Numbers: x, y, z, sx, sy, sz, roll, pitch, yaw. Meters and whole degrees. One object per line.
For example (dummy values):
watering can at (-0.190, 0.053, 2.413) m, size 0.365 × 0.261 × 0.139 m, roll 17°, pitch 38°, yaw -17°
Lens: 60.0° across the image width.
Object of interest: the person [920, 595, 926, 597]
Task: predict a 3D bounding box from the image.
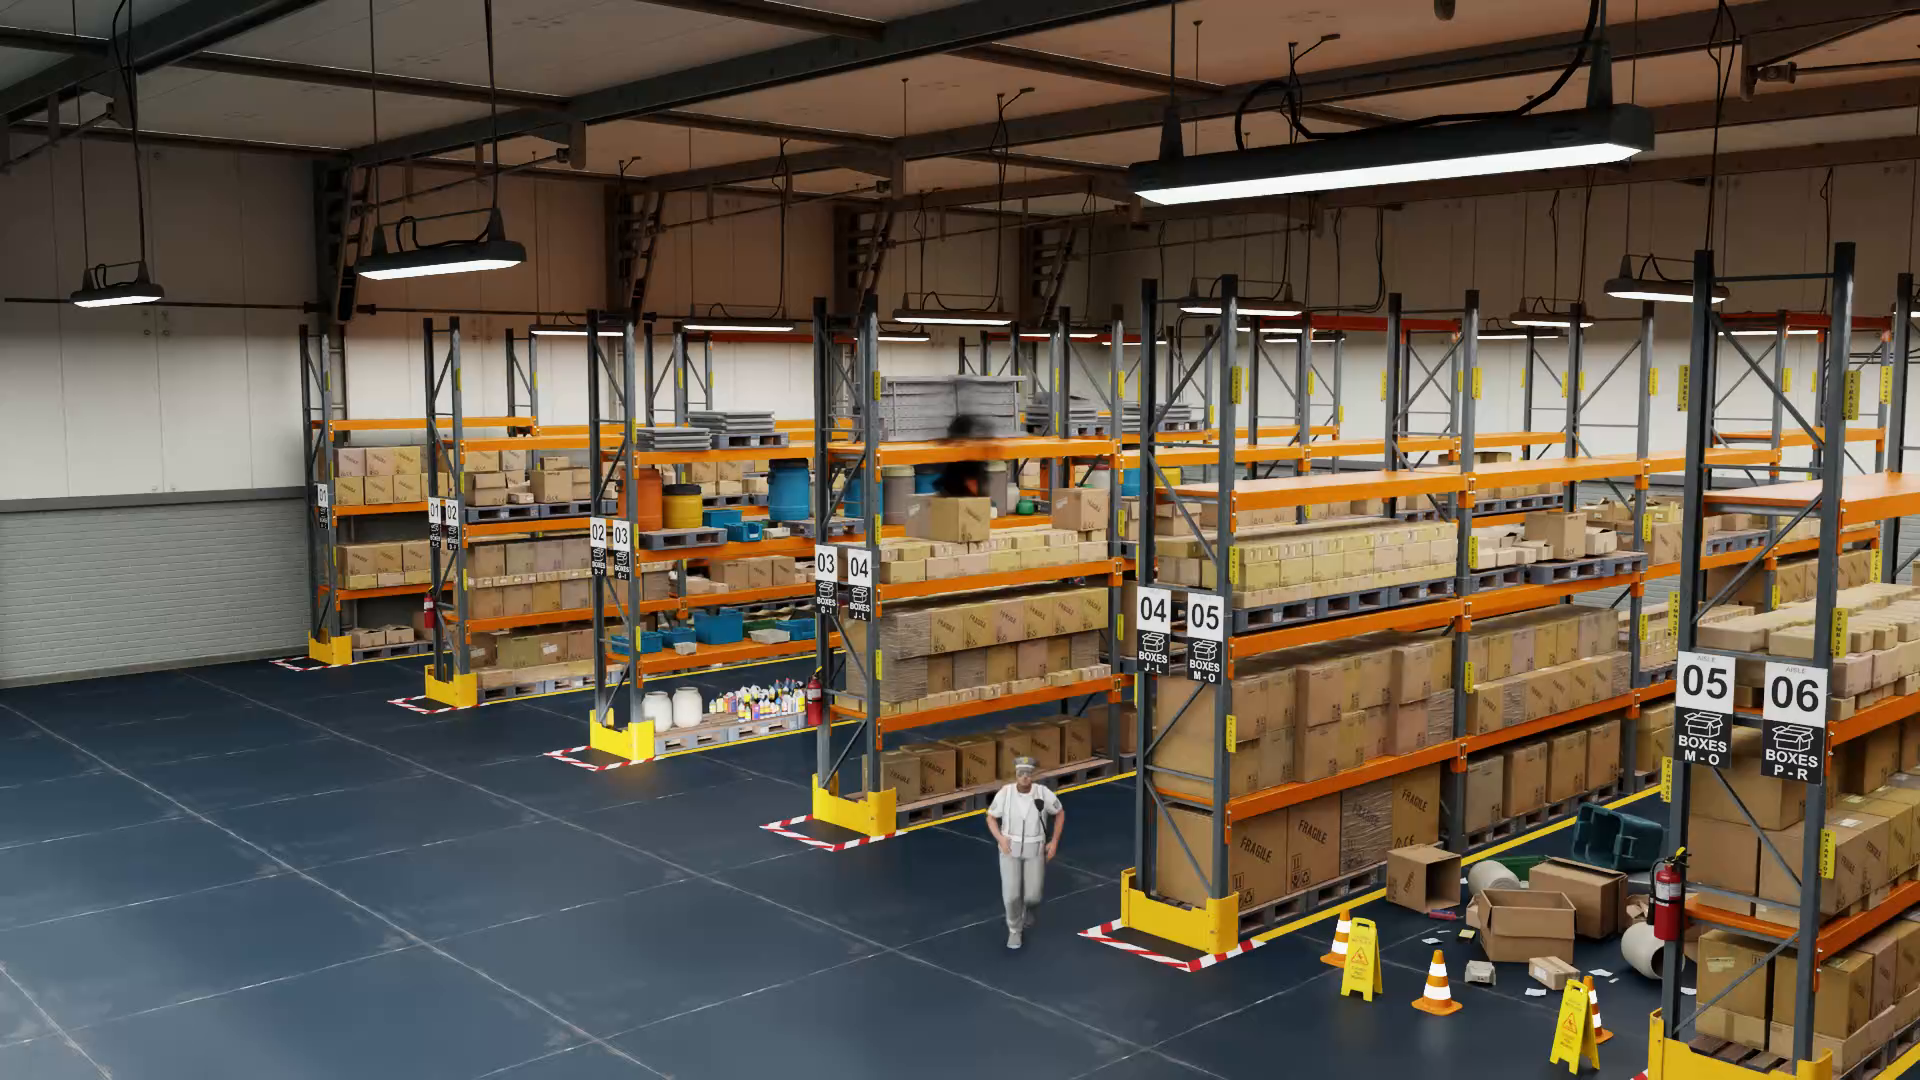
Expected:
person at (-0.630, 1.515, 28.022) m, size 0.614 × 1.648 × 0.521 m, roll 5°, pitch 8°, yaw 43°

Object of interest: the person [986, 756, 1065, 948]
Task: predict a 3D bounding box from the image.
person at (0.593, 2.798, 15.046) m, size 0.711 × 1.747 × 0.643 m, roll 0°, pitch 6°, yaw 2°

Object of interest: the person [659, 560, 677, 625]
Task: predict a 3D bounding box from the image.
person at (-5.483, 1.202, 31.297) m, size 0.619 × 1.711 × 0.691 m, roll 6°, pitch 8°, yaw 45°
